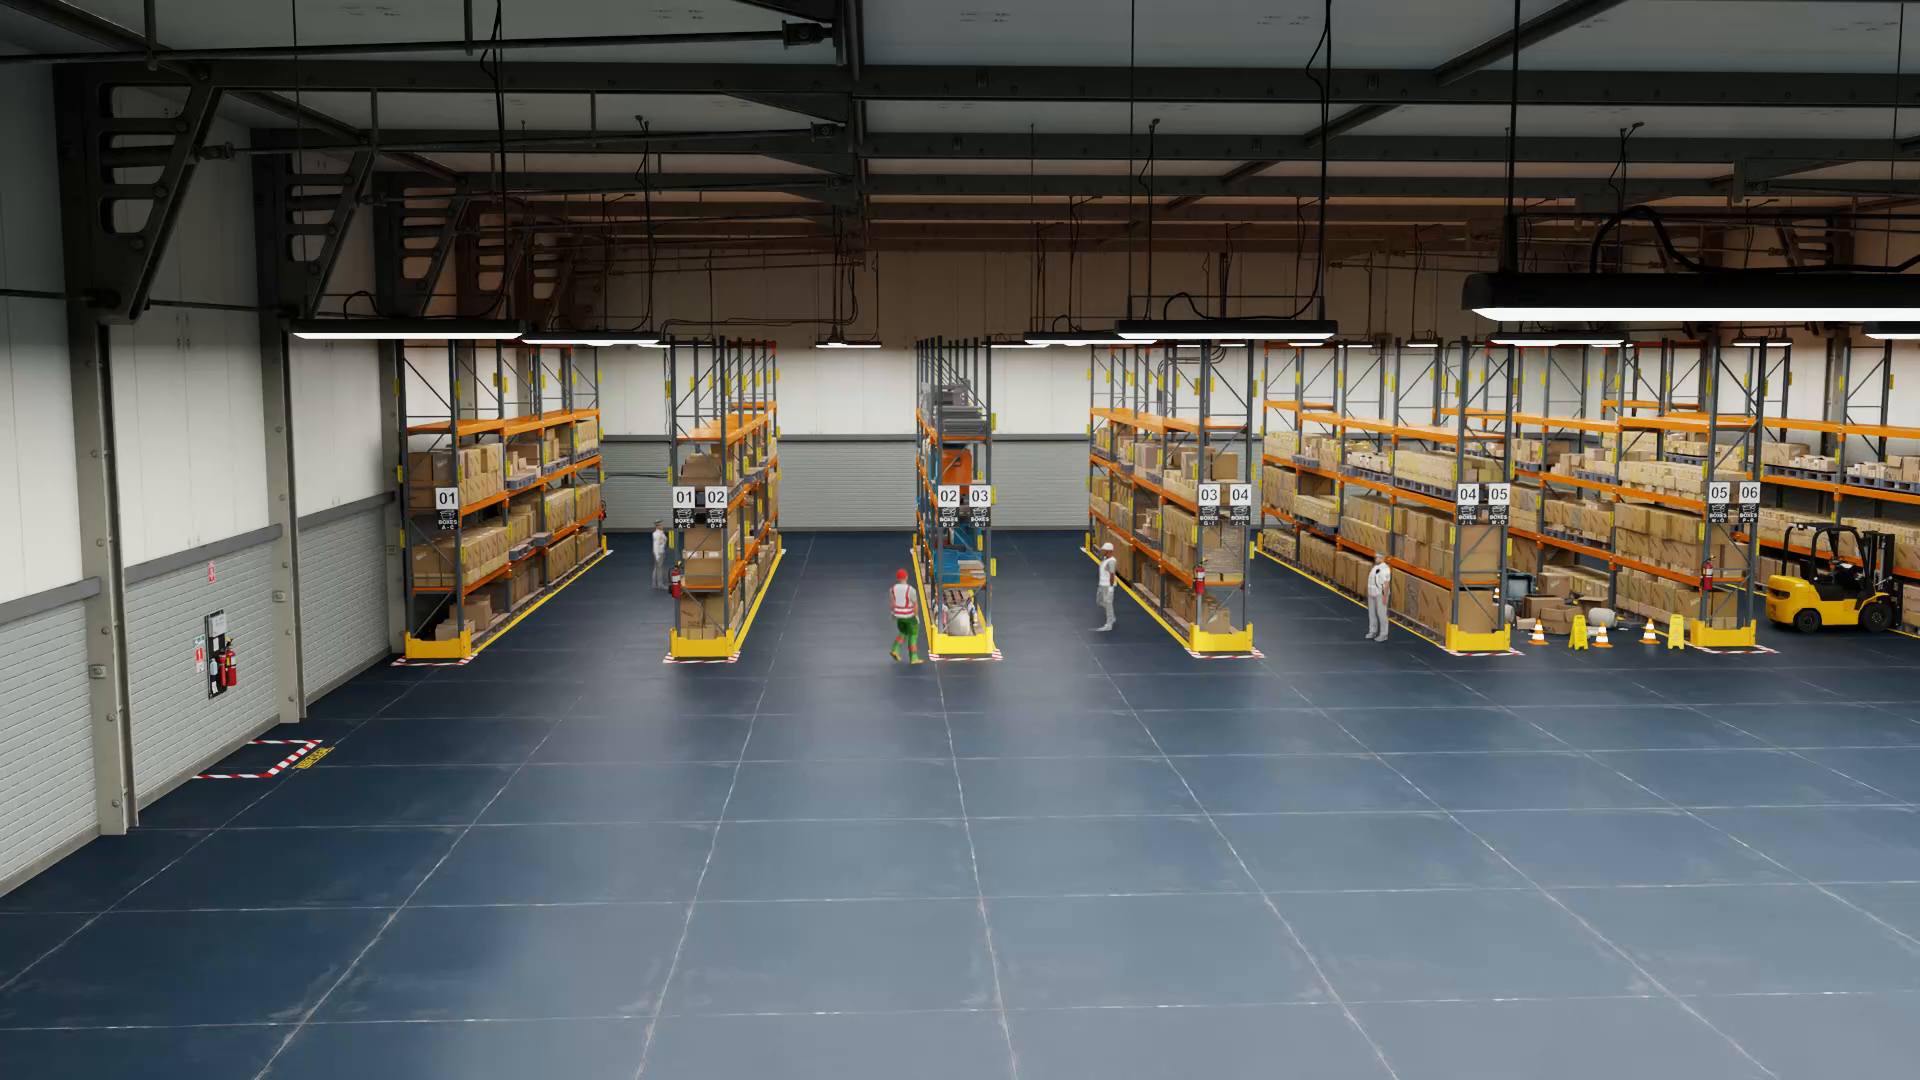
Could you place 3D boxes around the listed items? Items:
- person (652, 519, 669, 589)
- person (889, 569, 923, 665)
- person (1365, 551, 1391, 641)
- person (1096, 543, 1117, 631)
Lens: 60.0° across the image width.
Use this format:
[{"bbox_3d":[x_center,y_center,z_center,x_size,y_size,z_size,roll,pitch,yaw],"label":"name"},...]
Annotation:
[{"bbox_3d":[-7.233,0.332,40.175,0.424,1.690,0.491,-1,7,-10],"label":"person"},{"bbox_3d":[-0.999,1.394,30.483,0.629,1.770,0.594,5,8,37],"label":"person"},{"bbox_3d":[8.314,1.090,33.039,0.407,1.778,0.573,-3,7,-23],"label":"person"},{"bbox_3d":[3.028,0.951,34.160,0.483,1.802,0.569,-1,7,-13],"label":"person"}]
